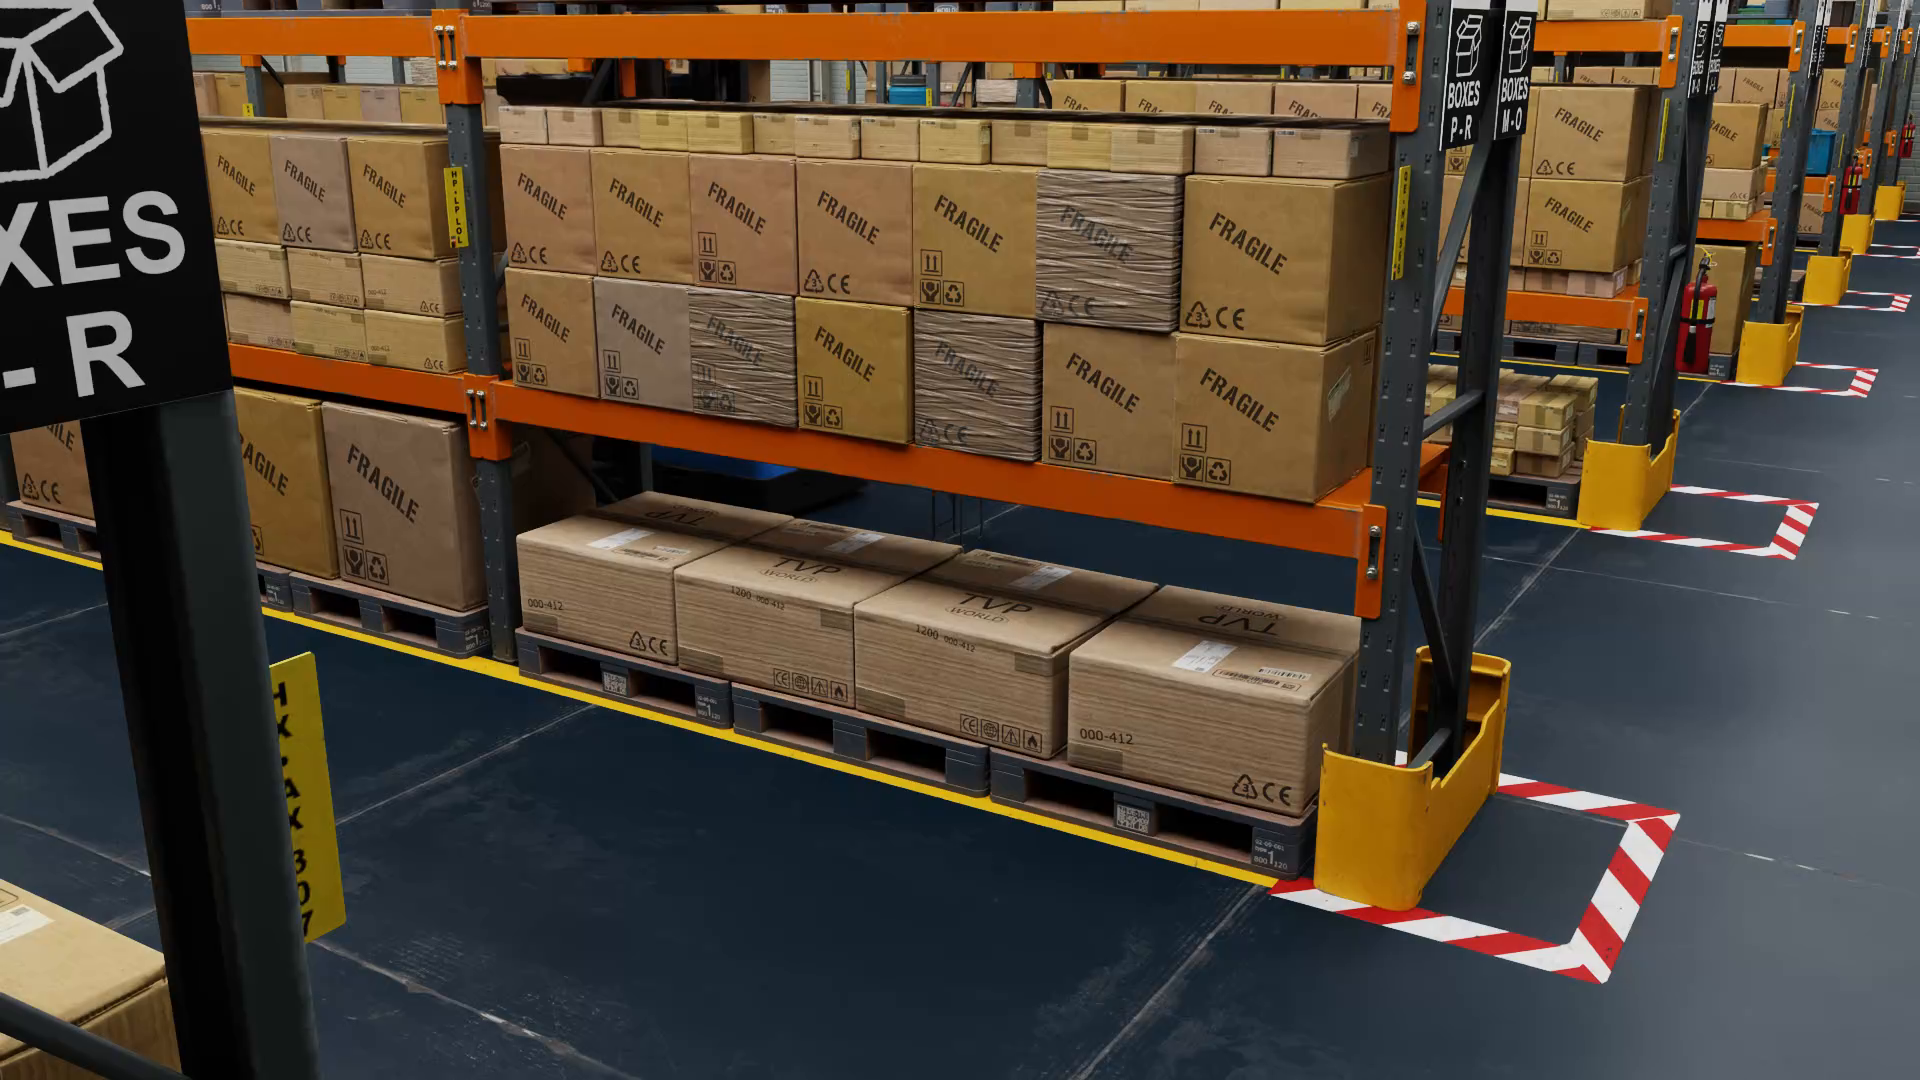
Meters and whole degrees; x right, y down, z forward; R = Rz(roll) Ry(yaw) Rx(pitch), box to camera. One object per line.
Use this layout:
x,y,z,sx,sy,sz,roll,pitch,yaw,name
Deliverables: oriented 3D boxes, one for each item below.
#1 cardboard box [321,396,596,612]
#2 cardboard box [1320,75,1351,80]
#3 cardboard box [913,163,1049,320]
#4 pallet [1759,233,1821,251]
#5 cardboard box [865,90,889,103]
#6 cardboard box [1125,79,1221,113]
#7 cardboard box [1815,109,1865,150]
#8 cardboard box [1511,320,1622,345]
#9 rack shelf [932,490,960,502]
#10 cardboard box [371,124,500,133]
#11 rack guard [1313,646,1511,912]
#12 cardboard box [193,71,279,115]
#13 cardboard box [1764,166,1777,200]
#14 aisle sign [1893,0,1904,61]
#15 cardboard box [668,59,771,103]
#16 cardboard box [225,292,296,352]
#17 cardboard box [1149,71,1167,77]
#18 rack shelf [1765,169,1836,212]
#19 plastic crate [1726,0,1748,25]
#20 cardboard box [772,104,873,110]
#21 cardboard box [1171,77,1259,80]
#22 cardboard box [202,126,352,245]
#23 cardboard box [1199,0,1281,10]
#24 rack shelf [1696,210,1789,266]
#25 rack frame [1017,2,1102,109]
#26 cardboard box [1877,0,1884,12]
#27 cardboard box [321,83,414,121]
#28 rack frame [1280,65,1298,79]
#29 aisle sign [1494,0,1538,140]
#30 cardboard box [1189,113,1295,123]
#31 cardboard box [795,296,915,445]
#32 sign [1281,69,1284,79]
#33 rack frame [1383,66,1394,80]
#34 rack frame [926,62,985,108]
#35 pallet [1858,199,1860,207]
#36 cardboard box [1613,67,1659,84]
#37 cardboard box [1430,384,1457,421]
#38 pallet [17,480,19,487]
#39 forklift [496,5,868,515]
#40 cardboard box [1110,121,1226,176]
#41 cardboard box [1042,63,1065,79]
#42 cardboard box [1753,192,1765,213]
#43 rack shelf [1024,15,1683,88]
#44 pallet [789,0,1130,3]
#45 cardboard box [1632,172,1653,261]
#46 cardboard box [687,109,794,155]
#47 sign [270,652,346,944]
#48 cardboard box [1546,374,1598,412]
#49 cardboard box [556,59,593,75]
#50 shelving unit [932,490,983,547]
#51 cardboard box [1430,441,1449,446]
-2.387,-0.261,8.014,0.875,0.875,0.875,11,20,32,cardboard box
6.842,-8.151,30.127,0.500,0.500,0.700,8,19,25,cardboard box
0.176,-1.083,5.894,0.500,0.500,0.500,10,20,30,cardboard box
11.221,-4.100,22.515,1.213,0.211,1.003,10,20,30,pallet
-1.277,-7.709,29.427,0.500,0.500,0.700,10,20,30,cardboard box
1.394,-2.709,10.733,0.500,0.500,0.500,9,19,28,cardboard box
11.442,-5.350,21.661,0.500,0.500,0.500,11,20,32,cardboard box
5.415,-2.249,14.557,0.875,0.875,0.875,10,20,30,cardboard box
-0.012,-0.304,9.297,0.180,0.103,0.258,10,20,30,rack shelf
-2.489,-1.738,8.048,0.500,0.500,0.500,10,20,30,cardboard box
1.612,0.805,5.870,0.348,0.500,1.175,10,20,30,rack guard
-6.955,-4.169,15.828,0.550,0.550,0.875,10,20,30,cardboard box
13.051,-5.768,26.787,0.500,0.500,0.700,9,19,28,cardboard box
11.863,-6.459,21.012,0.004,0.787,0.394,10,20,30,aisle sign
-2.844,-5.006,18.947,1.000,1.000,1.000,10,20,30,cardboard box
-3.184,-1.096,8.086,0.500,0.250,0.500,10,19,29,cardboard box
3.765,-8.646,31.618,0.500,0.500,0.500,10,20,30,cardboard box
7.666,-4.035,18.743,4.000,0.370,1.077,10,20,30,rack shelf
8.212,-5.781,18.199,0.767,0.338,0.504,10,20,30,plastic crate
-0.555,-1.701,6.811,0.250,0.149,0.380,10,20,30,cardboard box
1.673,-2.831,11.135,0.500,0.500,0.500,9,19,28,cardboard box
-3.195,-1.694,7.903,0.500,0.500,0.500,11,20,32,cardboard box
1.809,-3.314,10.226,0.500,0.250,0.500,11,20,32,cardboard box
5.074,-2.809,14.704,4.000,0.370,1.077,10,20,30,rack shelf
0.688,-2.244,11.608,0.127,3.000,1.000,10,20,30,rack frame
13.792,-8.187,25.375,0.500,0.250,0.500,11,20,32,cardboard box
-5.264,-3.835,14.954,0.500,0.500,0.700,10,19,29,cardboard box
5.149,-6.518,25.679,0.127,3.000,1.000,10,20,30,rack frame
1.805,-1.699,5.341,0.004,0.787,0.394,10,20,30,aisle sign
1.012,-1.444,5.964,0.250,0.149,0.380,11,20,32,cardboard box
-0.268,-0.681,6.291,0.500,0.500,0.500,11,20,32,cardboard box
4.861,-6.934,25.057,0.005,0.325,0.100,10,20,30,sign
7.738,-7.746,29.720,0.127,3.000,1.000,10,20,30,rack frame
-0.039,-4.065,17.604,0.127,3.000,1.000,10,20,30,rack frame
13.833,-5.297,26.456,1.213,0.211,1.003,10,20,30,pallet
9.251,-6.216,22.793,0.500,0.500,0.500,9,19,28,cardboard box
3.041,-0.835,10.129,0.250,0.149,0.380,10,19,29,cardboard box
-5.890,-0.396,10.322,1.213,0.211,1.003,10,20,30,pallet
-2.075,-1.806,10.284,3.031,2.935,1.130,11,20,32,forklift
0.688,-1.287,5.449,0.250,0.149,0.380,10,20,30,cardboard box
1.359,-7.861,27.696,0.500,0.500,0.700,10,20,30,cardboard box
6.648,-2.864,14.082,0.250,0.149,0.380,10,20,31,cardboard box
2.392,-3.031,10.275,4.000,0.370,1.077,10,20,30,rack shelf
-0.090,-2.083,6.068,1.213,0.211,1.003,10,20,30,pallet
3.858,-1.962,9.997,0.500,0.500,0.500,11,20,33,cardboard box
-0.826,-1.563,6.357,0.250,0.149,0.380,9,19,28,cardboard box
-0.719,0.287,1.786,0.005,0.325,0.100,10,20,30,sign
3.827,-0.921,10.411,0.250,0.149,0.380,9,19,28,cardboard box
-4.402,-5.419,19.654,0.500,0.500,0.500,10,20,30,cardboard box
-0.012,-0.576,9.214,0.189,1.200,0.258,10,20,30,shelving unit
3.086,-0.576,10.300,0.250,0.149,0.380,10,20,30,cardboard box
